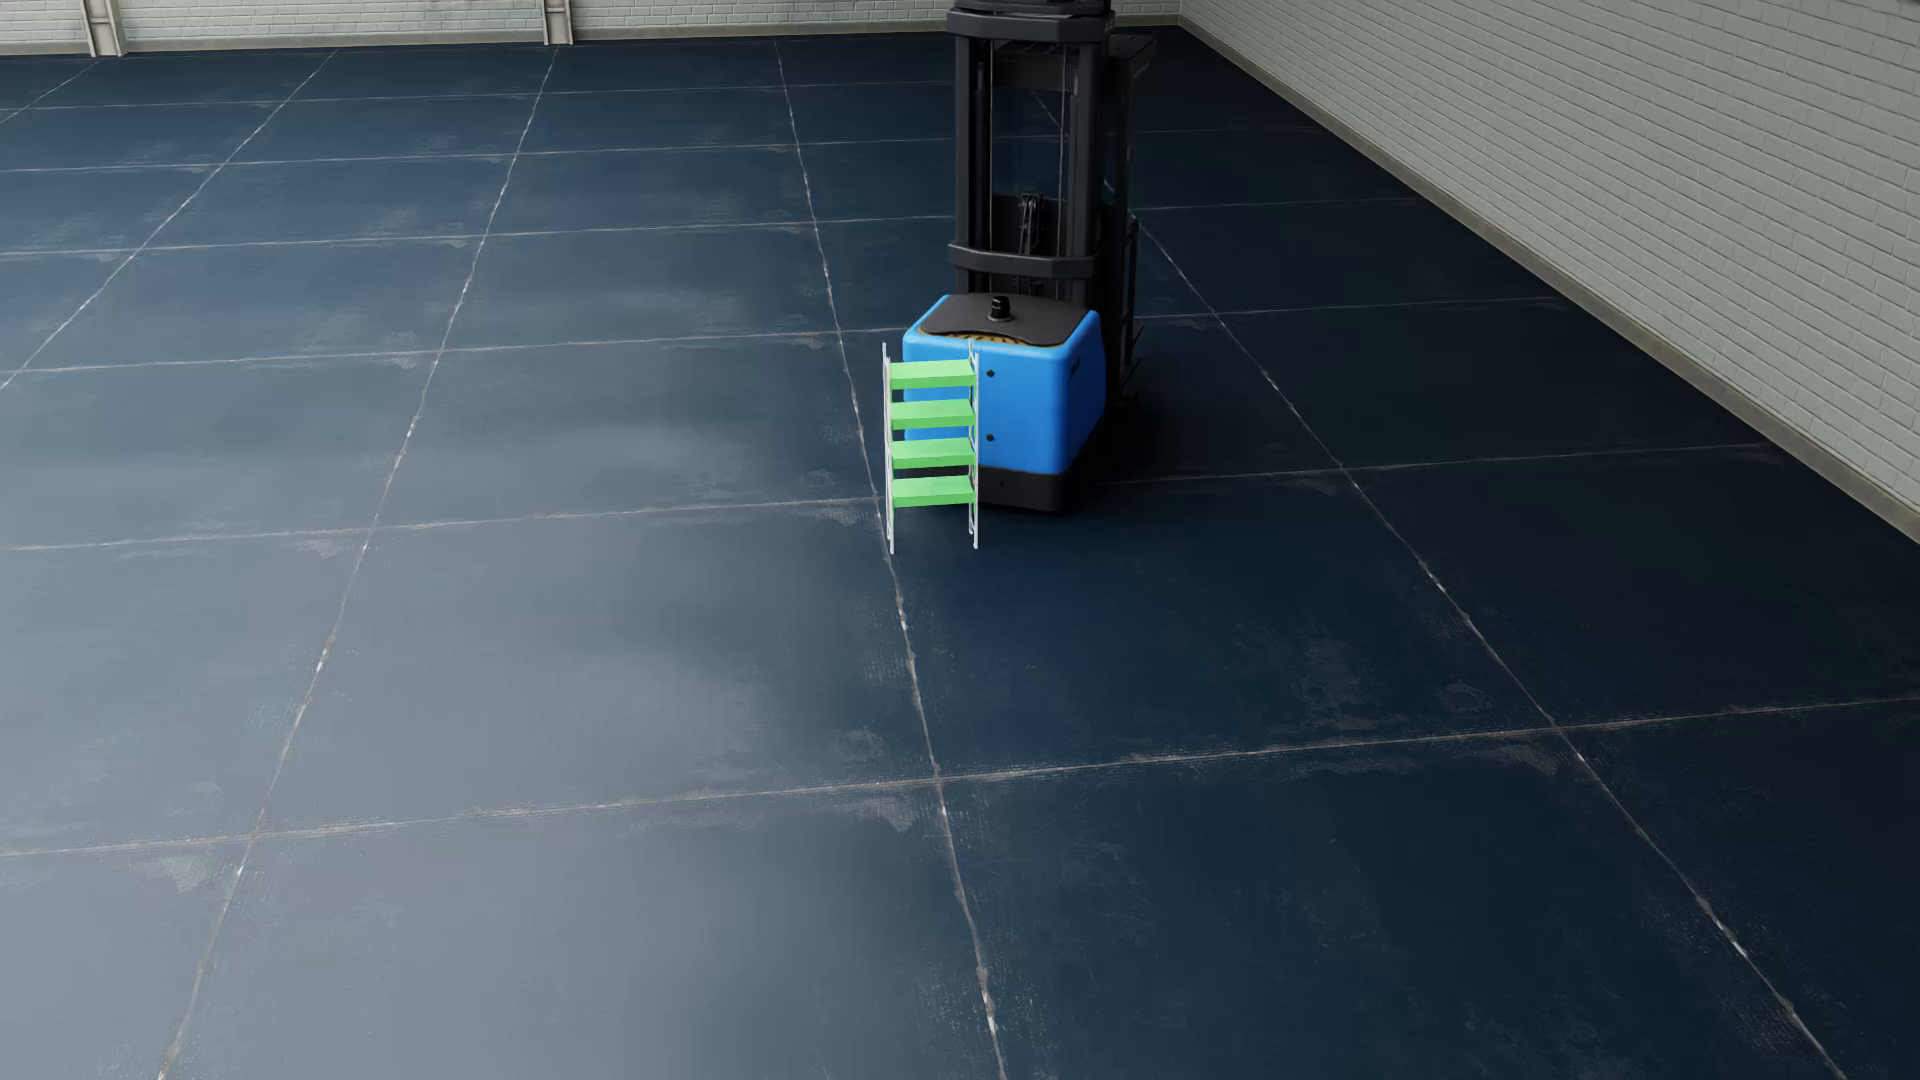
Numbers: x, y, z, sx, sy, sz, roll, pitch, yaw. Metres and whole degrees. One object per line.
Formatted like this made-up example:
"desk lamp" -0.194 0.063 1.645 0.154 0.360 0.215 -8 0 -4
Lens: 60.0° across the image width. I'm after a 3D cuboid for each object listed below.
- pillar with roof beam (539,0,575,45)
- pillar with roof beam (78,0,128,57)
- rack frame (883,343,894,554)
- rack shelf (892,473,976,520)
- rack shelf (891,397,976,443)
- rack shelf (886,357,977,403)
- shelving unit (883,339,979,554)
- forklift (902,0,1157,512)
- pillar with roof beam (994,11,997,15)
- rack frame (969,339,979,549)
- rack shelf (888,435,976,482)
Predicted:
"pillar with roof beam" -5.029 -9.053 17.536 0.400 9.000 9.100 -4 27 -7
"pillar with roof beam" -10.970 -8.671 16.793 0.400 9.000 9.100 -4 27 -7
"rack frame" -0.406 -0.508 9.425 0.015 1.200 0.240 -4 27 -7
"rack shelf" -0.164 -0.253 9.594 0.480 0.148 0.258 -4 27 -7
"rack shelf" -0.164 -0.680 9.375 0.480 0.148 0.258 -4 27 -7
"rack shelf" -0.164 -0.894 9.266 0.480 0.148 0.258 -4 27 -7
"shelving unit" -0.164 -0.523 9.456 0.503 1.200 0.258 -4 27 -7
"forklift" 0.587 -2.128 10.686 1.130 2.935 3.031 8 28 16
"pillar with roof beam" 0.913 -9.435 18.280 0.400 9.000 9.100 -4 27 -7
"rack frame" 0.078 -0.539 9.486 0.015 1.200 0.240 -4 27 -7
"rack shelf" -0.164 -0.466 9.485 0.480 0.148 0.258 -4 27 -7
